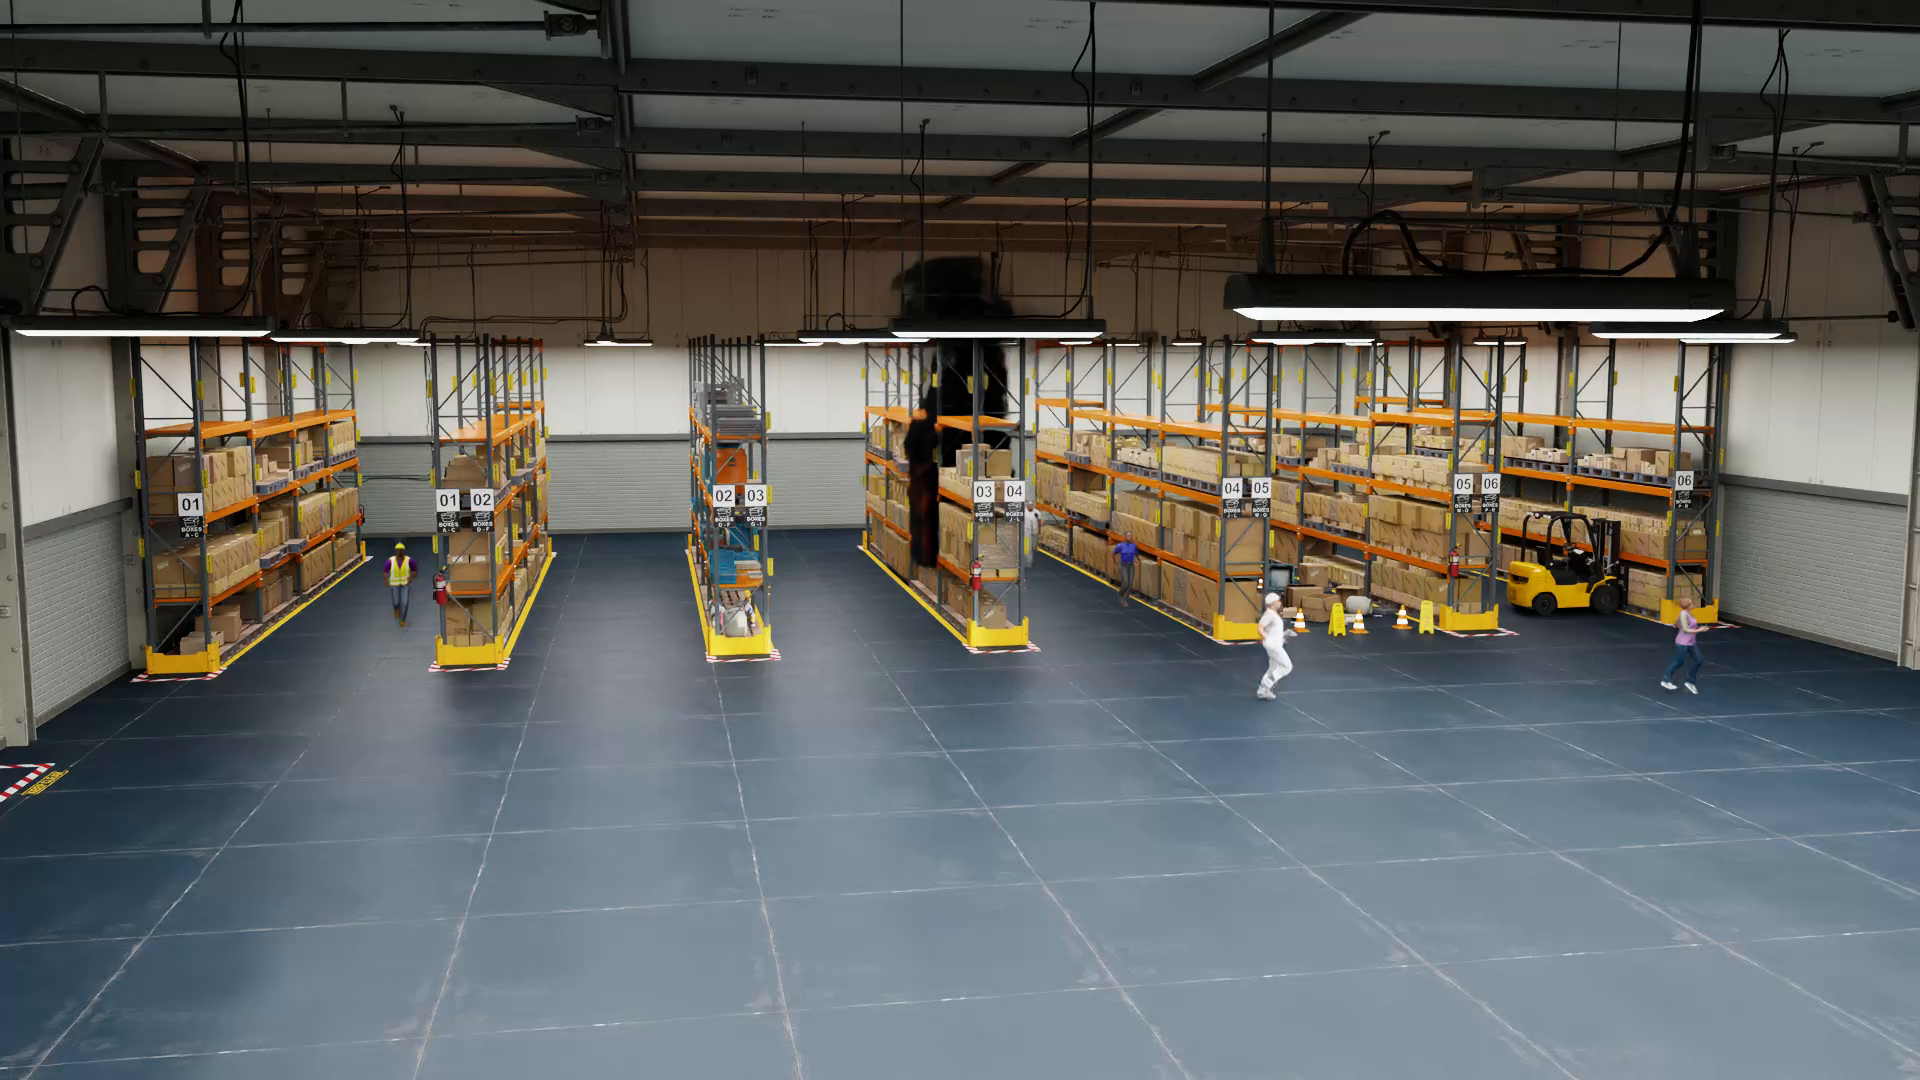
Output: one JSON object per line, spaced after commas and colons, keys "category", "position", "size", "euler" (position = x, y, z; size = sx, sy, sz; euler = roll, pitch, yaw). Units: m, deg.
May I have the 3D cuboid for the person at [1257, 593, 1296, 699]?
{"category": "person", "position": [5.172, 1.737, 27.145], "size": [0.615, 1.743, 0.643], "euler": [2, 7, 14]}

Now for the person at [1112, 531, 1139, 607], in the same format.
{"category": "person", "position": [3.533, 0.614, 35.112], "size": [0.559, 1.621, 0.579], "euler": [-2, 7, -16]}

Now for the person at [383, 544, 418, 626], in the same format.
{"category": "person", "position": [-11.592, 0.926, 34.479], "size": [0.701, 1.716, 0.587], "euler": [-2, 7, -17]}

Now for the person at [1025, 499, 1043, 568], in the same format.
{"category": "person", "position": [1.883, -0.197, 44.095], "size": [0.661, 1.795, 0.784], "euler": [-1, 7, -6]}

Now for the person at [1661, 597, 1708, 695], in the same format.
{"category": "person", "position": [12.083, 1.759, 27.703], "size": [0.702, 1.638, 0.507], "euler": [6, 9, 41]}
